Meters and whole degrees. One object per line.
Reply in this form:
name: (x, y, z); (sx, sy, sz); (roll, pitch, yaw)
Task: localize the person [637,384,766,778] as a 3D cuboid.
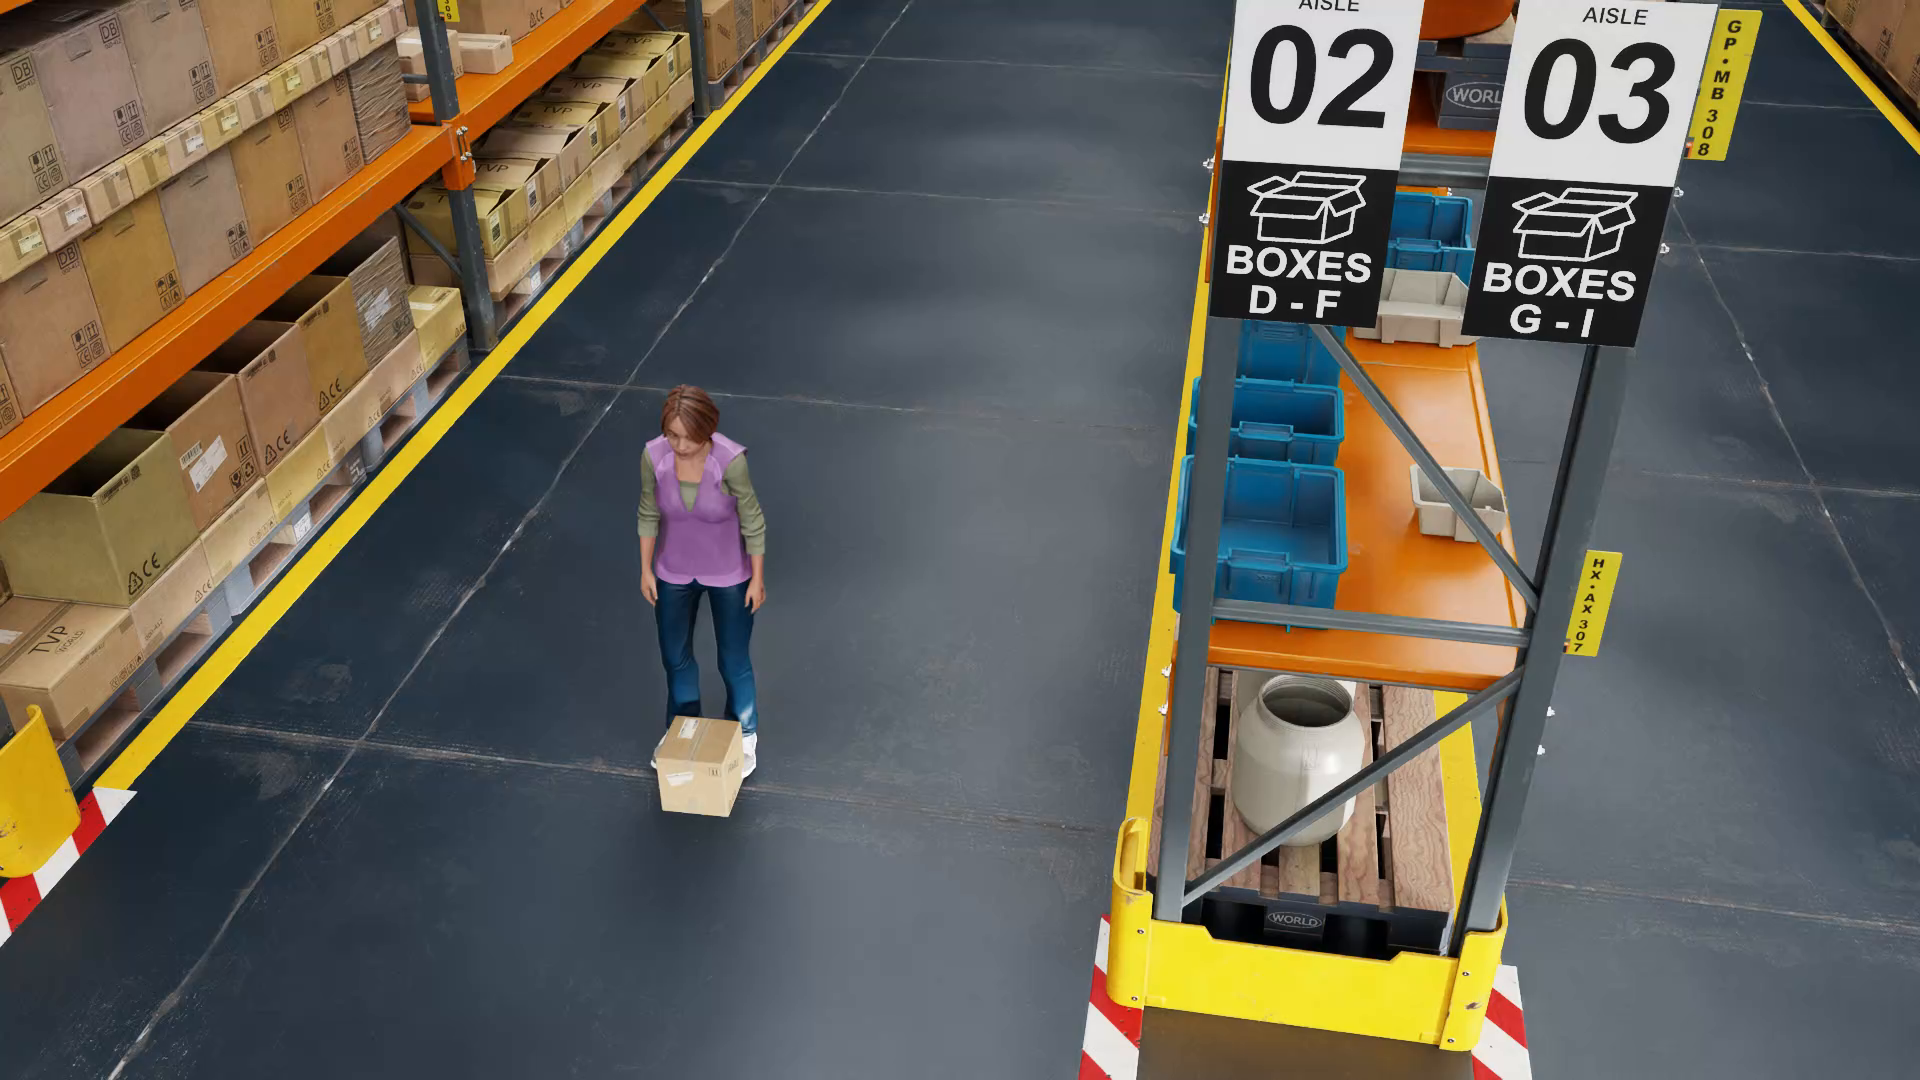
person: (-0.919, 0.138, 5.937); (0.472, 1.590, 0.347); (4, 33, 6)
